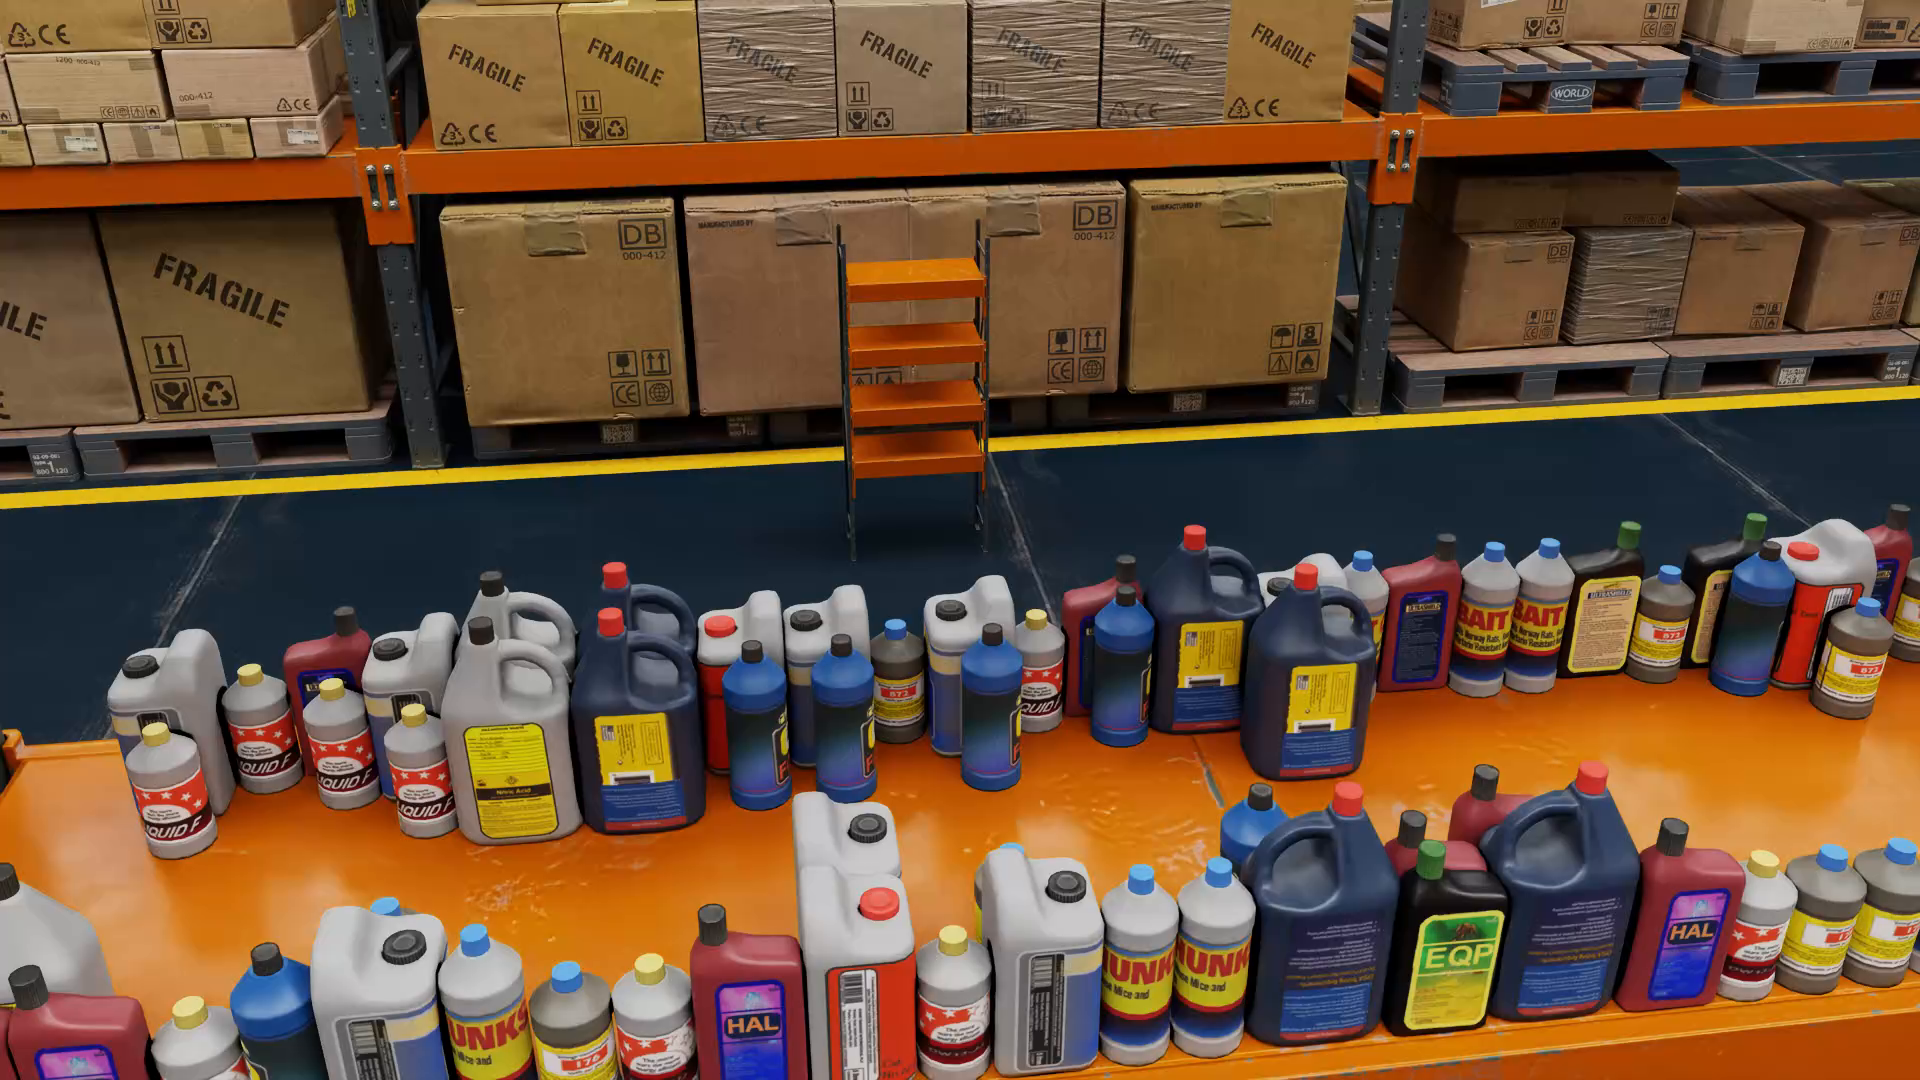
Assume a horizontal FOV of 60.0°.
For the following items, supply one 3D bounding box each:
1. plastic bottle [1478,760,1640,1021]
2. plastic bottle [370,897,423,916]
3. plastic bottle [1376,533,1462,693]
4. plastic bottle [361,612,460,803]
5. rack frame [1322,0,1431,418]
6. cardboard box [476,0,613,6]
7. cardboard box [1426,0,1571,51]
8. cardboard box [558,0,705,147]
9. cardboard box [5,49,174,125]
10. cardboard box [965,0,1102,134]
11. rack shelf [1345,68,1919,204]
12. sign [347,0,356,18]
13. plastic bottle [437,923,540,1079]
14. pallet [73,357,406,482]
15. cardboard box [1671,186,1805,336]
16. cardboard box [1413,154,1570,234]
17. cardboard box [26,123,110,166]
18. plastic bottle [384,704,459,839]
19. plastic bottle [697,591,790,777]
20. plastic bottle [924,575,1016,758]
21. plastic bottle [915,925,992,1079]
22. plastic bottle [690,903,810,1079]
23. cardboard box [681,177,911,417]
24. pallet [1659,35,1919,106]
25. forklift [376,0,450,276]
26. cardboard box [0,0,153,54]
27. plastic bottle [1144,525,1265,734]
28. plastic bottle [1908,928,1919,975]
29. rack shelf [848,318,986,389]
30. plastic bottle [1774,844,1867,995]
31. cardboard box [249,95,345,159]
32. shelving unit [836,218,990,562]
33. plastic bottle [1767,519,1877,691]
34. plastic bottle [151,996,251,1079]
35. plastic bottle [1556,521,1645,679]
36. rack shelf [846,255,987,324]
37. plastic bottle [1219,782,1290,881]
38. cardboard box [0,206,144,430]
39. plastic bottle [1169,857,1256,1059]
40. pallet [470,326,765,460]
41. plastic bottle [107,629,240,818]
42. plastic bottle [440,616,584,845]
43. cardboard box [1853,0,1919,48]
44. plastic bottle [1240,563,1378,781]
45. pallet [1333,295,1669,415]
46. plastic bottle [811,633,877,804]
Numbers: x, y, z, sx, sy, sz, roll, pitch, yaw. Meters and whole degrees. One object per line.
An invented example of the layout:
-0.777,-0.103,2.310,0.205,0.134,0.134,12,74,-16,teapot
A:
0.769,0.443,2.155,0.185,0.351,0.144,-4,27,-7,plastic bottle
-0.717,0.545,2.119,0.097,0.201,0.097,0,27,0,plastic bottle
0.781,0.124,2.850,0.133,0.283,0.061,-4,27,-7,plastic bottle
-0.848,0.253,2.606,0.135,0.276,0.152,-4,27,-7,plastic bottle
1.716,-2.101,7.059,0.127,3.000,1.000,-4,27,-7,rack frame
-1.614,-2.382,6.397,0.637,0.503,0.797,-4,27,-8,cardboard box
2.245,-2.385,7.042,0.500,0.500,0.500,-7,28,-13,cardboard box
-1.257,-1.840,6.440,0.500,0.500,0.500,-4,27,-7,cardboard box
-3.158,-1.731,6.177,0.500,0.250,0.500,-3,27,-6,cardboard box
0.253,-1.938,6.633,0.500,0.500,0.500,-5,28,-9,cardboard box
3.696,-1.908,7.471,4.000,0.370,1.077,-4,27,-7,rack shelf
-2.167,-2.016,5.858,0.005,0.325,0.100,-4,27,-7,sign
-0.563,0.574,1.986,0.097,0.271,0.097,0,27,0,plastic bottle
-3.009,-0.593,7.174,1.213,0.211,1.003,-4,27,-7,pallet
3.484,-1.316,7.786,0.500,0.500,0.700,-1,27,-3,cardboard box
2.375,-1.574,7.467,0.500,0.250,0.500,-3,27,-5,cardboard box
-3.265,-1.518,6.198,0.250,0.149,0.380,-3,27,-6,cardboard box
-0.813,0.342,2.516,0.097,0.201,0.097,0,27,0,plastic bottle
-0.349,0.221,2.669,0.135,0.276,0.152,-4,27,-7,plastic bottle
0.014,0.198,2.714,0.135,0.276,0.152,-4,27,-7,plastic bottle
-0.008,0.570,2.071,0.097,0.201,0.097,0,27,0,plastic bottle
-0.253,0.558,2.005,0.133,0.283,0.061,-4,27,-7,plastic bottle
-0.730,-1.195,7.161,0.875,0.875,1.225,-5,28,-9,cardboard box
3.670,-2.160,7.384,1.213,0.211,1.003,-4,27,-7,pallet
-2.778,-2.922,8.735,3.031,2.935,1.130,-9,29,-17,forklift
-3.160,-2.066,6.007,0.500,0.500,0.500,-3,27,-7,cardboard box
0.400,0.138,2.749,0.185,0.351,0.144,-4,27,-7,plastic bottle
1.334,0.453,2.223,0.097,0.271,0.097,0,27,0,plastic bottle
-0.164,-0.662,5.884,0.480,0.148,0.258,-4,27,-7,rack shelf
1.141,0.496,2.215,0.097,0.201,0.097,0,27,0,plastic bottle
-2.502,-1.567,6.294,0.250,0.149,0.380,-4,27,-7,cardboard box
-0.164,-0.523,5.956,0.503,1.200,0.258,-4,27,-7,shelving unit
1.474,0.104,2.897,0.135,0.276,0.152,-4,27,-7,plastic bottle
-0.889,0.626,1.961,0.097,0.201,0.097,0,27,0,plastic bottle
1.106,0.103,2.890,0.133,0.283,0.061,-4,27,-7,plastic bottle
-0.164,-0.873,5.776,0.480,0.148,0.258,-4,27,-7,rack shelf
0.394,0.446,2.235,0.097,0.271,0.097,0,27,0,plastic bottle
-3.801,-1.025,6.829,0.875,0.875,0.875,-4,27,-7,cardboard box
0.318,0.518,2.096,0.097,0.271,0.097,0,27,0,plastic bottle
-1.492,-0.689,7.361,1.213,0.211,1.003,-4,27,-7,pallet
-1.210,0.277,2.561,0.135,0.276,0.152,-4,27,-7,plastic bottle
-0.671,0.273,2.486,0.185,0.351,0.144,-4,27,-7,plastic bottle
3.973,-2.436,7.139,0.637,0.503,0.797,-1,27,-2,cardboard box
0.555,0.198,2.632,0.185,0.351,0.144,-4,27,-7,plastic bottle
2.490,-0.909,7.791,1.213,0.211,1.003,-4,27,-7,pallet
-0.180,0.270,2.579,0.097,0.271,0.097,0,27,0,plastic bottle
